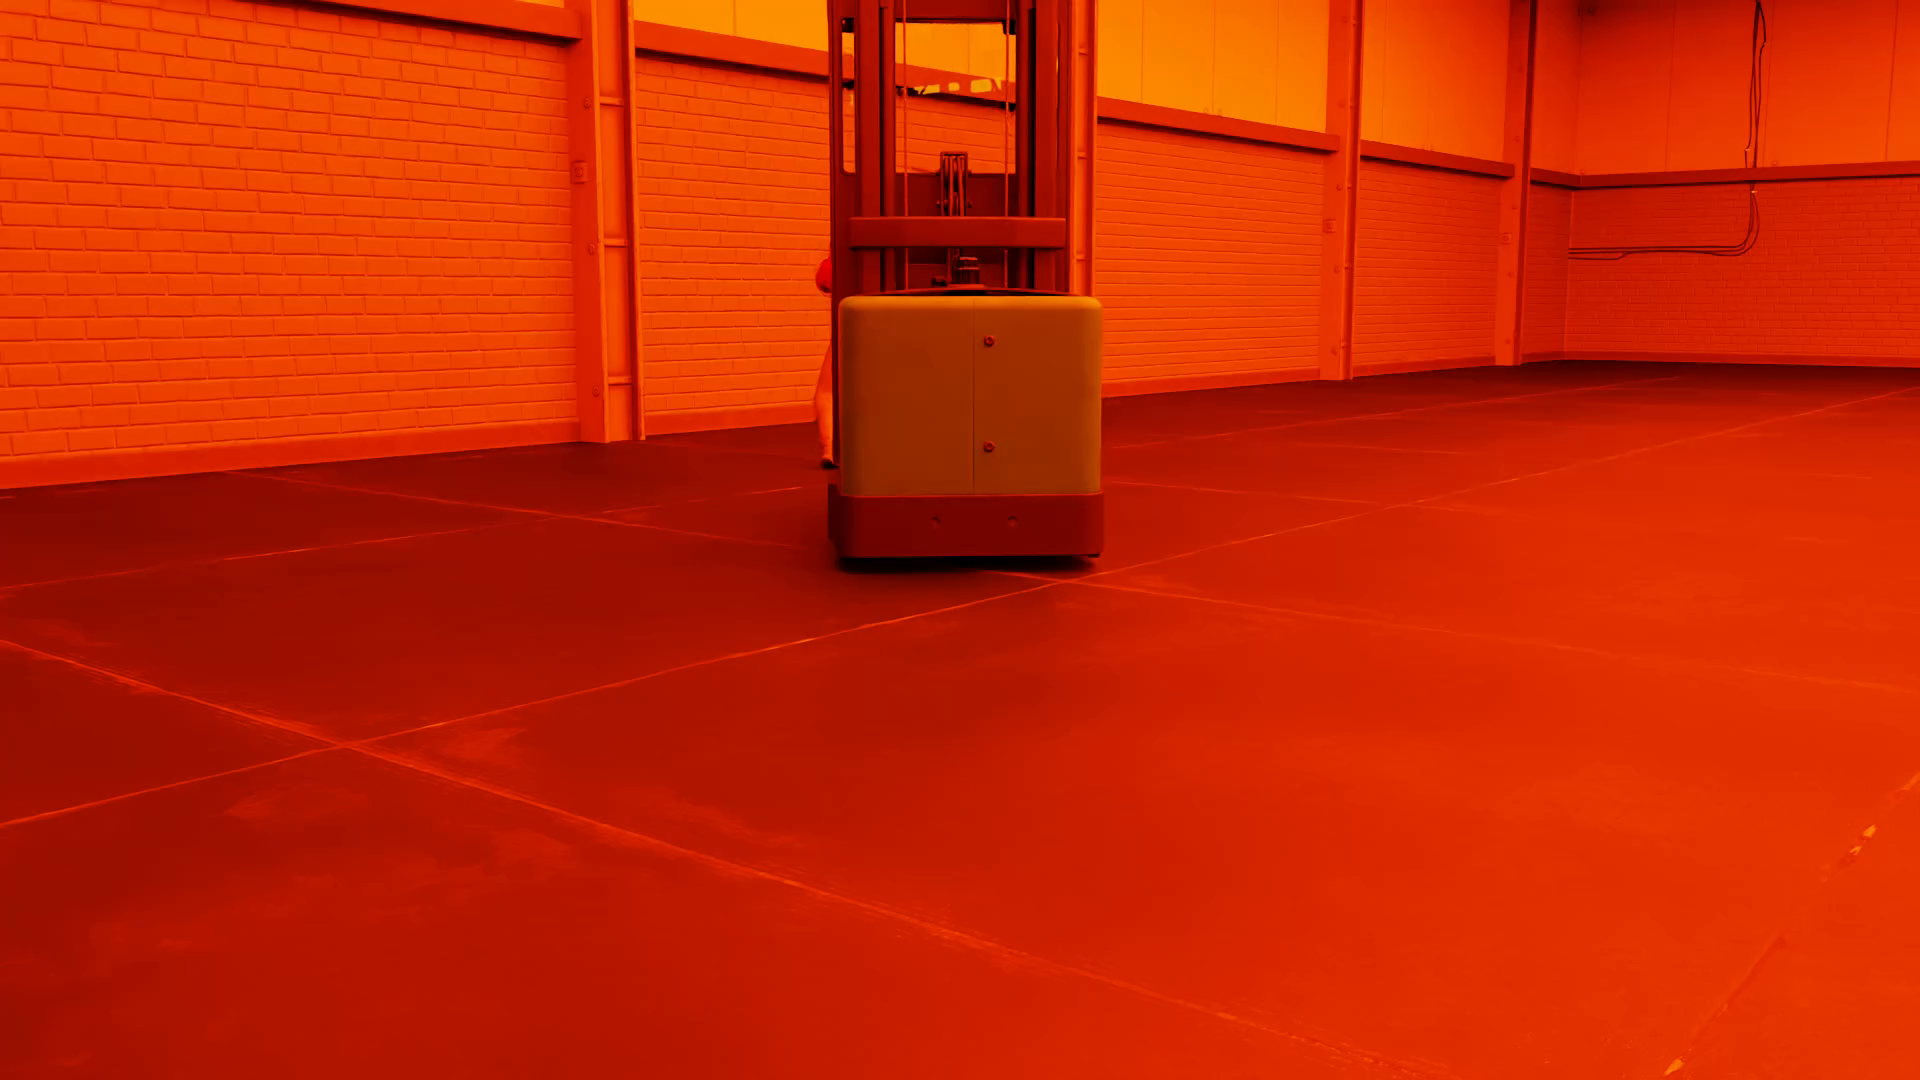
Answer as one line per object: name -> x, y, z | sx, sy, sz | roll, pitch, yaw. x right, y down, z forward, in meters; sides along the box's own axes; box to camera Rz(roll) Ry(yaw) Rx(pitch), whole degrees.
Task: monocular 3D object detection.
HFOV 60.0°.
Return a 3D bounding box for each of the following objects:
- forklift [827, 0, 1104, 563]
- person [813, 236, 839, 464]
forklift -> -0.065, -1.534, 7.764 | 1.130, 2.935, 3.031 | -1, 8, -5
person -> -0.536, -1.297, 10.740 | 0.844, 1.575, 0.874 | -1, 8, -7
